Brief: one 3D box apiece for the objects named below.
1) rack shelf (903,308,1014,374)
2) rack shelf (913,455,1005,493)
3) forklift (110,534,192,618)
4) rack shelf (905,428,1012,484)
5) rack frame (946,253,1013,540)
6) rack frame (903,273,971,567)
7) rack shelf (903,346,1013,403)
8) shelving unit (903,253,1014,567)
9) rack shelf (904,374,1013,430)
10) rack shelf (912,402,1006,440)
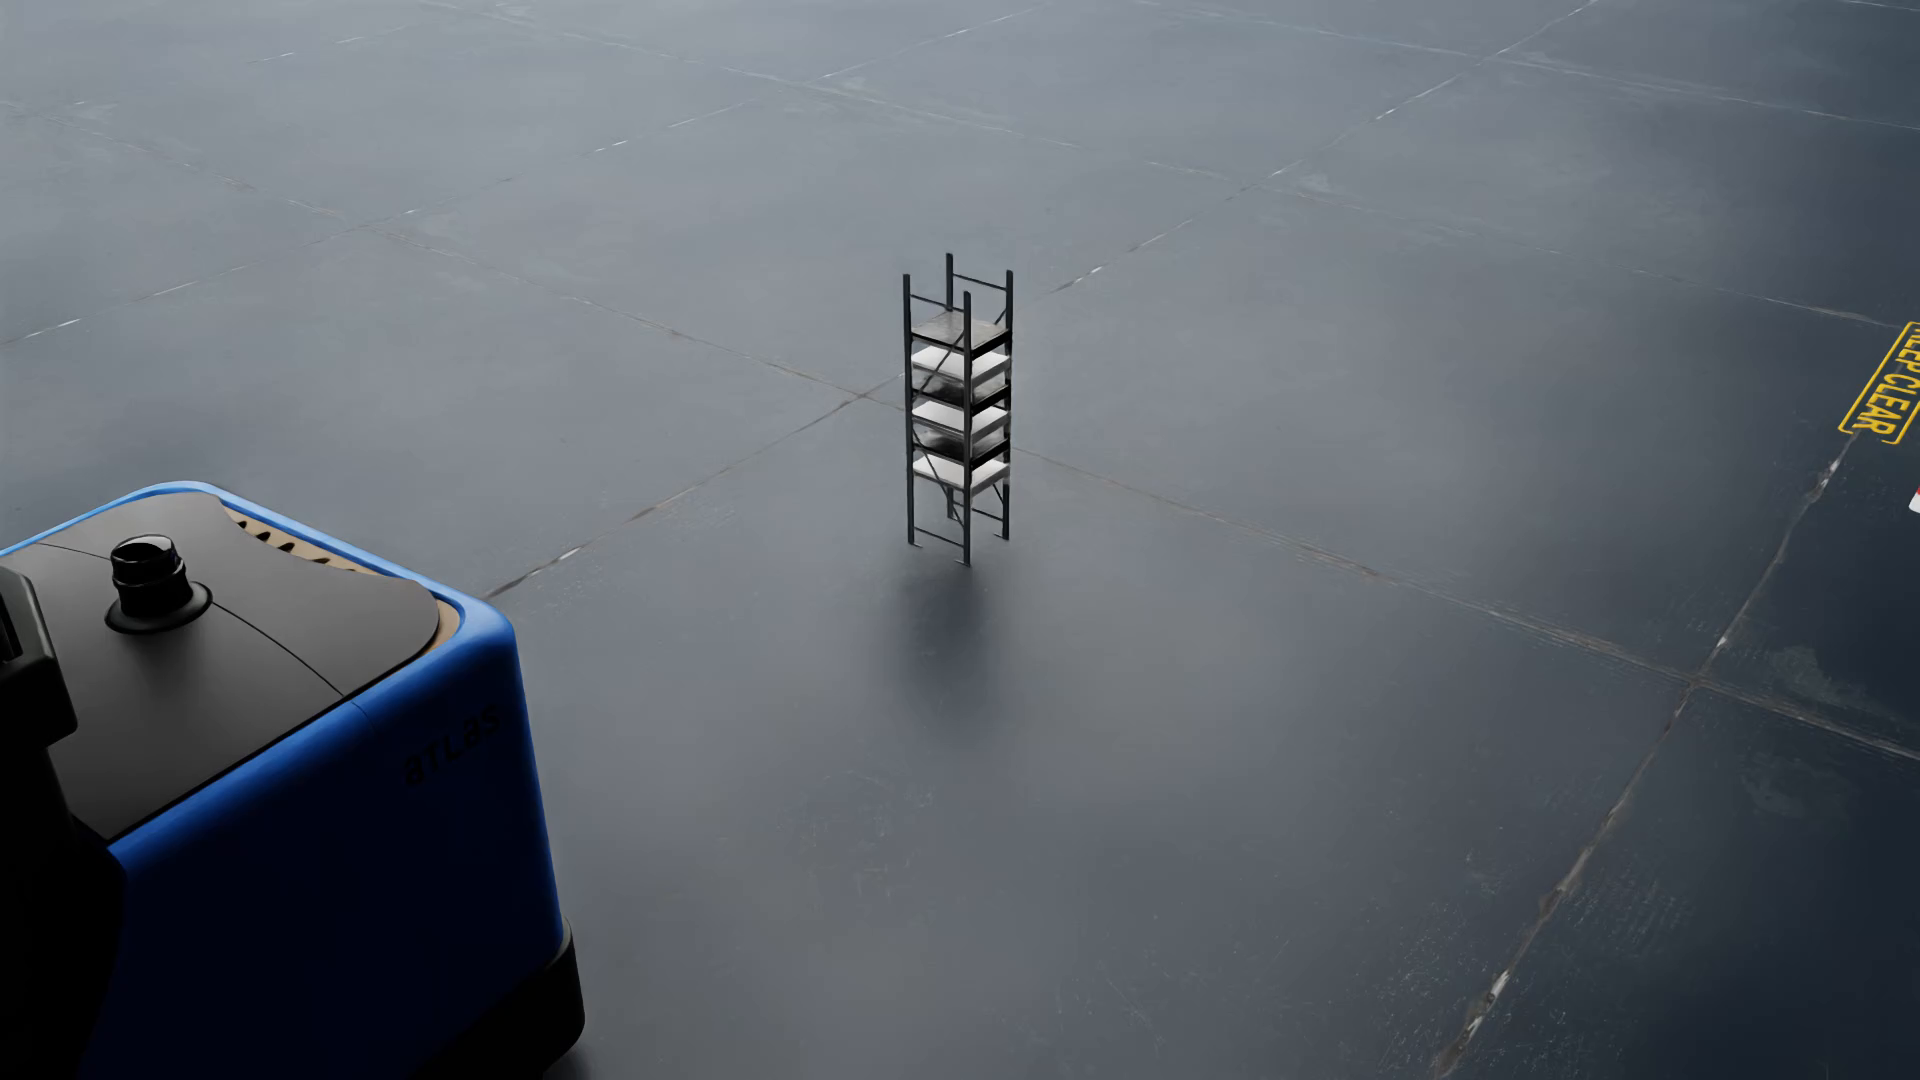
[{"bbox_3d":[-0.005,-0.587,4.894,0.258,0.077,0.200,21,37,31],"label":"rack shelf"},{"bbox_3d":[-0.005,-0.218,5.113,0.221,0.026,0.190,21,37,31],"label":"rack shelf"},{"bbox_3d":[-2.014,0.279,1.904,1.110,2.935,3.031,19,35,28],"label":"forklift"},{"bbox_3d":[-0.005,-0.278,5.078,0.258,0.077,0.200,21,37,31],"label":"rack shelf"},{"bbox_3d":[0.056,-0.425,5.085,0.240,0.900,0.006,21,37,31],"label":"rack frame"},{"bbox_3d":[-0.066,-0.342,4.945,0.240,0.900,0.006,21,37,31],"label":"rack frame"},{"bbox_3d":[-0.005,-0.510,4.940,0.258,0.077,0.200,21,37,31],"label":"rack shelf"},{"bbox_3d":[-0.005,-0.384,5.015,0.258,0.900,0.210,21,37,31],"label":"shelving unit"},{"bbox_3d":[-0.005,-0.433,4.986,0.258,0.077,0.200,21,37,31],"label":"rack shelf"},{"bbox_3d":[-0.005,-0.373,5.022,0.221,0.026,0.190,21,37,31],"label":"rack shelf"}]
